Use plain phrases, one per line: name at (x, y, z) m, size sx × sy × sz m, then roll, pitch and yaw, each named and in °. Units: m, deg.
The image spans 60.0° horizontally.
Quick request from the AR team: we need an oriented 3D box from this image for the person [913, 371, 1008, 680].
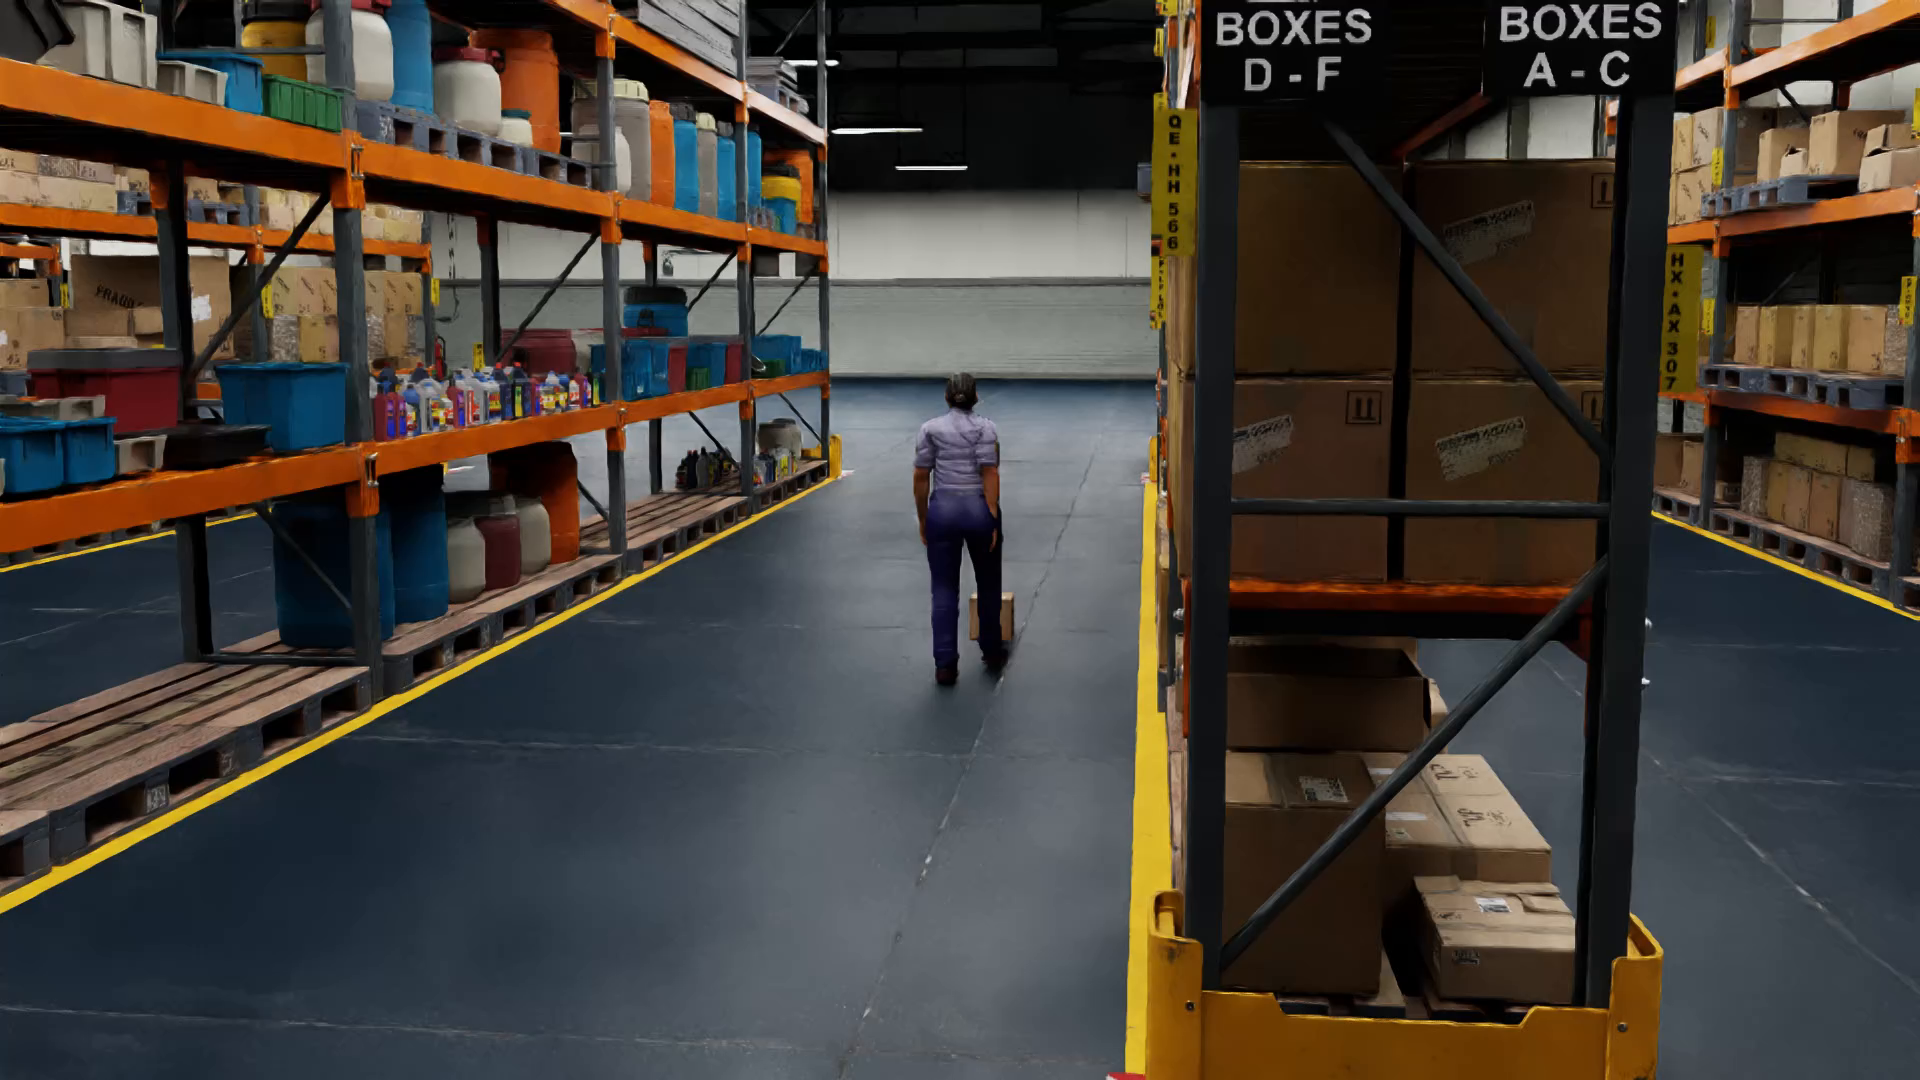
person at (0.001, -0.099, 9.034) m, size 0.506 × 1.627 × 0.746 m, roll 1°, pitch 8°, yaw 4°
